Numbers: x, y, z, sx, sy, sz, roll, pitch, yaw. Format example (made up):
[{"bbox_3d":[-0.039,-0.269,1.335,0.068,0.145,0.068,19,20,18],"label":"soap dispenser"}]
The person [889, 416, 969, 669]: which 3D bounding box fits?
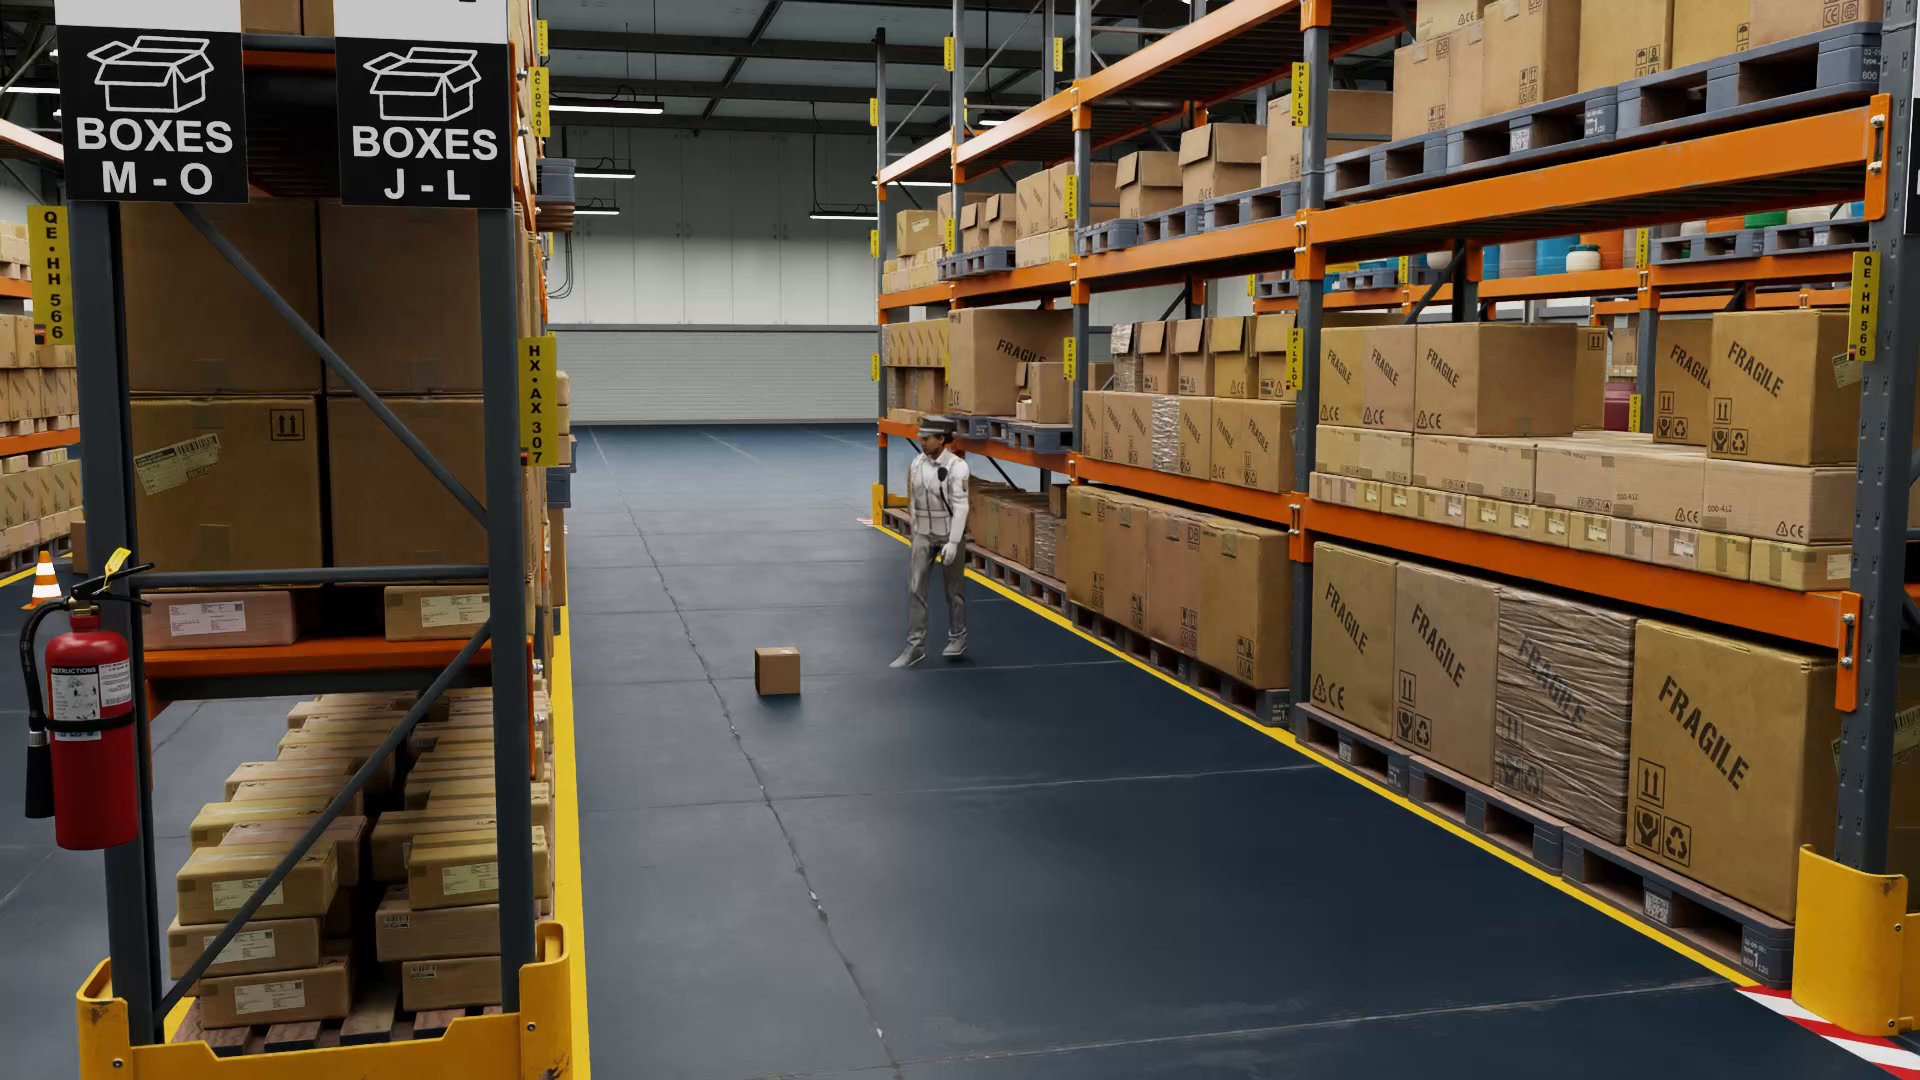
[{"bbox_3d":[-0.147,0.016,11.139,0.491,1.696,0.643,3,7,24],"label":"person"}]
